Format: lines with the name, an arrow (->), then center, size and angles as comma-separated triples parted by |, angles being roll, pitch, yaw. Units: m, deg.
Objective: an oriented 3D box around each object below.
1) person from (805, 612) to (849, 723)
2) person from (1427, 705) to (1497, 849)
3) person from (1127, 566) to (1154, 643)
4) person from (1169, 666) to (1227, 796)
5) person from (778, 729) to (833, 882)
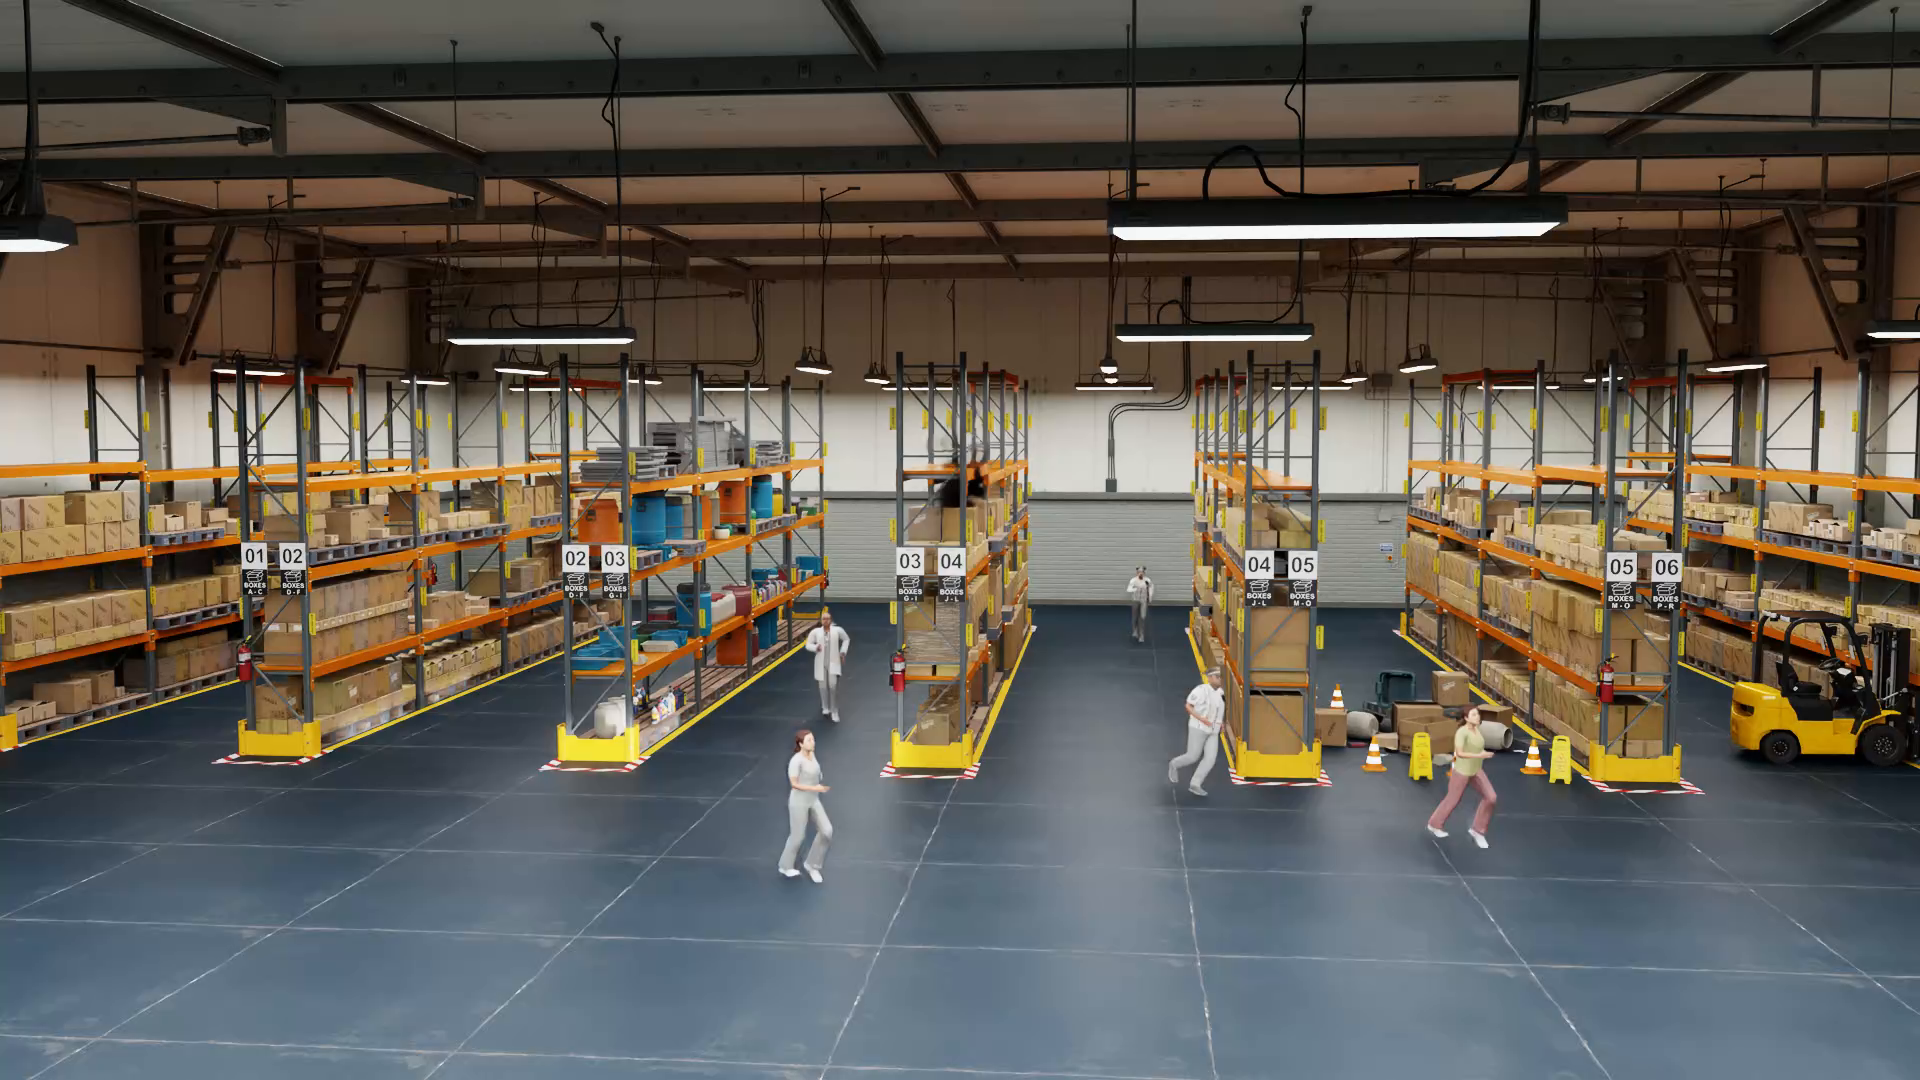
person -> -2.235, 2.128, 27.929 | 0.710, 1.833, 0.784 | 0, 4, 1
person -> 5.969, 2.774, 19.665 | 0.581, 1.697, 0.857 | -3, 5, -37
person -> 4.120, 1.449, 38.033 | 0.600, 1.737, 0.817 | 1, 4, 7
person -> 3.312, 2.554, 22.635 | 0.713, 1.717, 0.784 | -2, 5, -28
person -> -1.667, 2.899, 18.069 | 0.705, 1.714, 0.576 | 3, 5, 33
